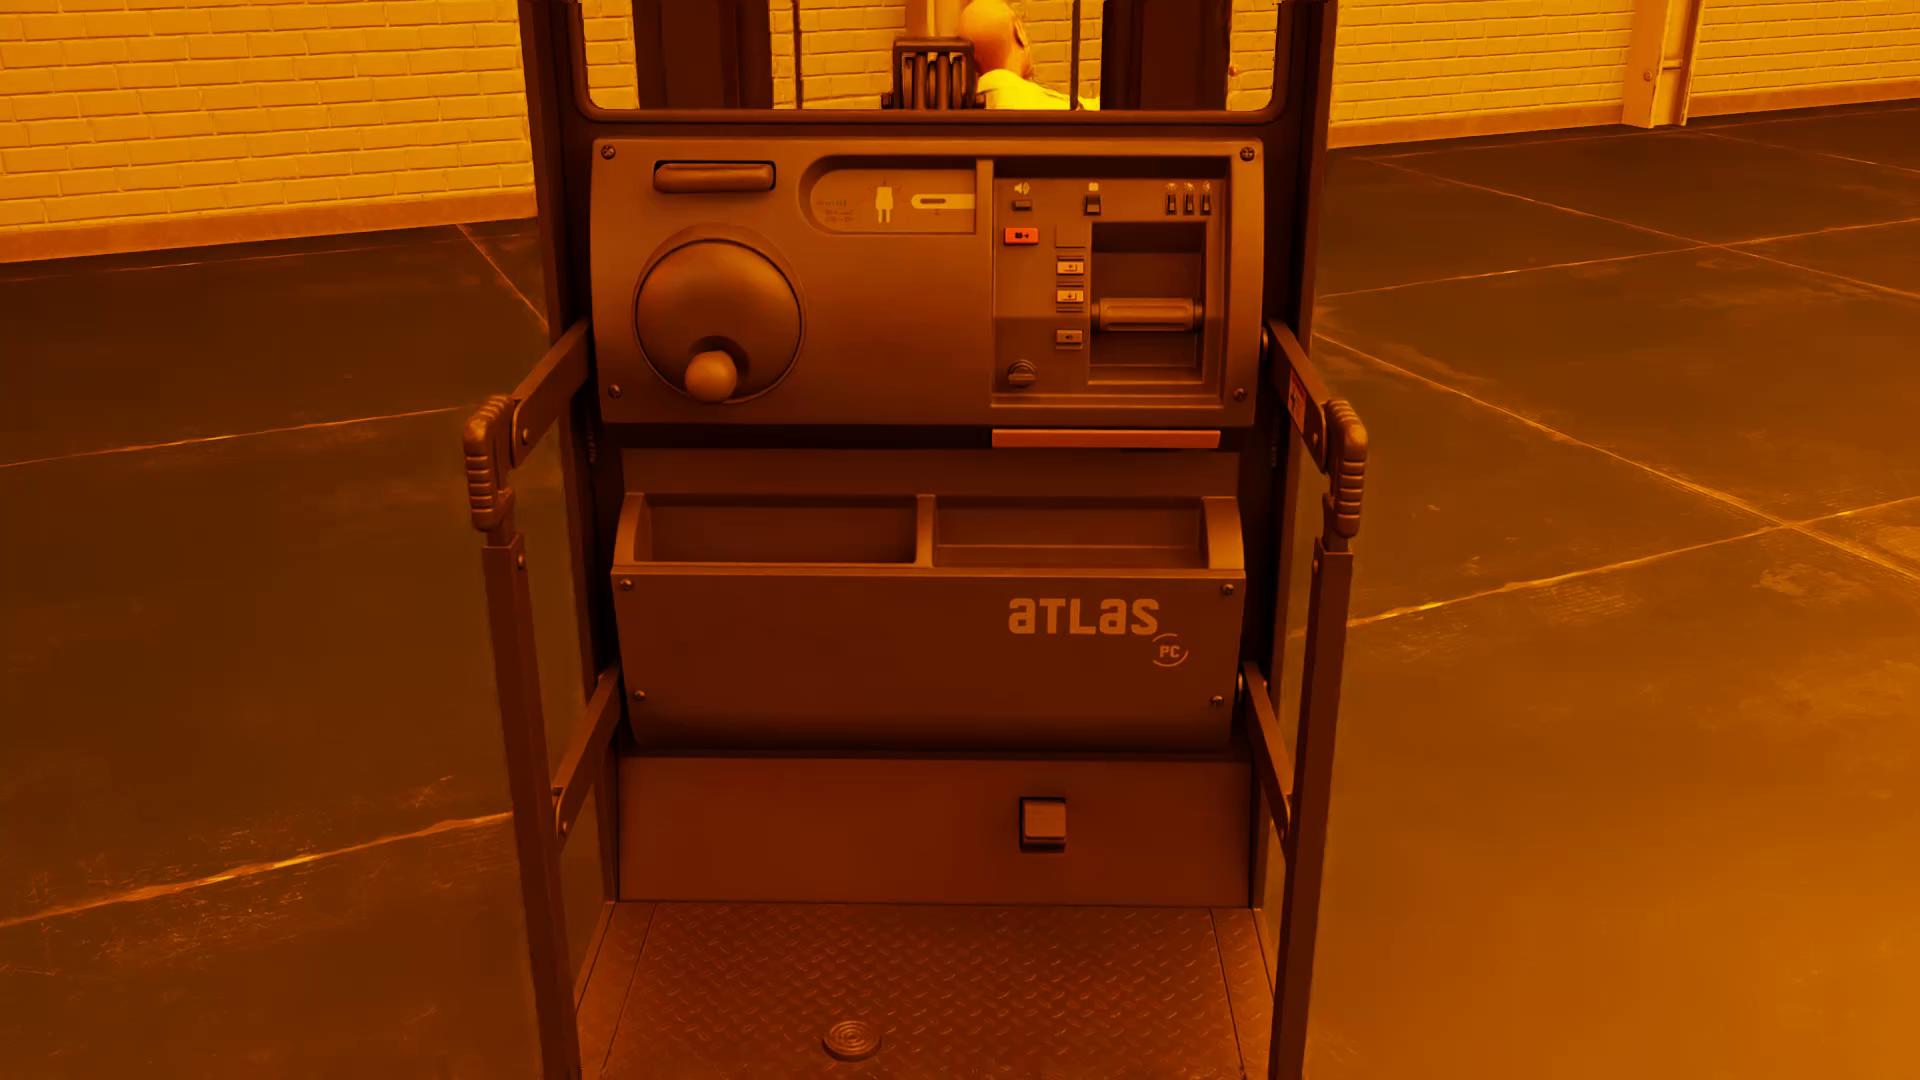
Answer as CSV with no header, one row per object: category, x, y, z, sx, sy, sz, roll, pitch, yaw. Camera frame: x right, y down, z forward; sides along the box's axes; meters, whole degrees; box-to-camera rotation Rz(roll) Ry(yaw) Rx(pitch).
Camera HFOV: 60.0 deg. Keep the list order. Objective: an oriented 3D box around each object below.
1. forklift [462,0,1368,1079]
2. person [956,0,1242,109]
forklift,-0.048,-0.345,2.117,1.130,2.935,3.031,0,23,1
person,0.435,-0.702,4.732,0.854,1.559,0.970,-11,25,-24
